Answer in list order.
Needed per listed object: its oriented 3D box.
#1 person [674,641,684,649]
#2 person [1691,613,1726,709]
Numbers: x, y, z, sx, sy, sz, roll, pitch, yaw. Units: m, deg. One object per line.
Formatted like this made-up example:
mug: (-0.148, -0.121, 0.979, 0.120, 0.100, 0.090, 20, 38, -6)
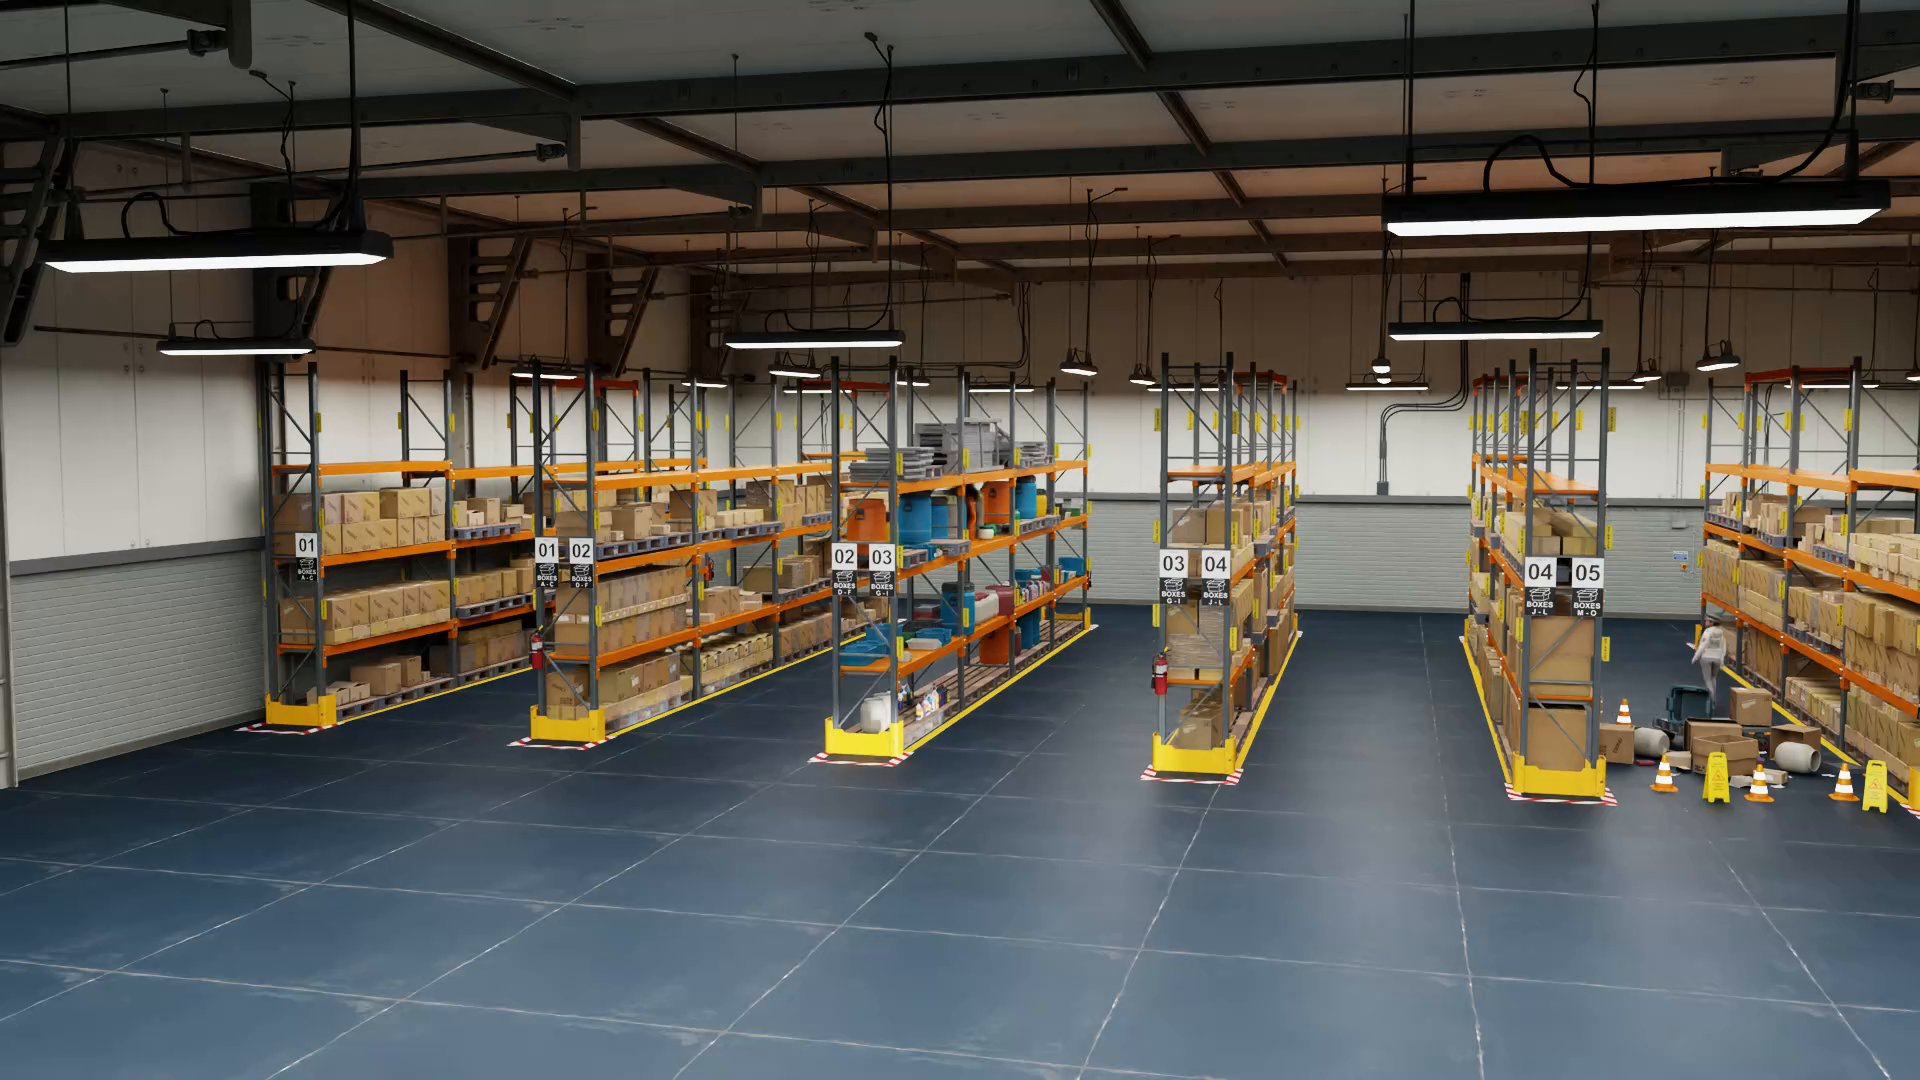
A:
person: (-5.766, 1.768, 34.192, 0.416, 1.653, 0.562, 0, 4, 6)
person: (13.096, 2.115, 29.041, 0.560, 1.714, 0.656, 0, 4, 3)
